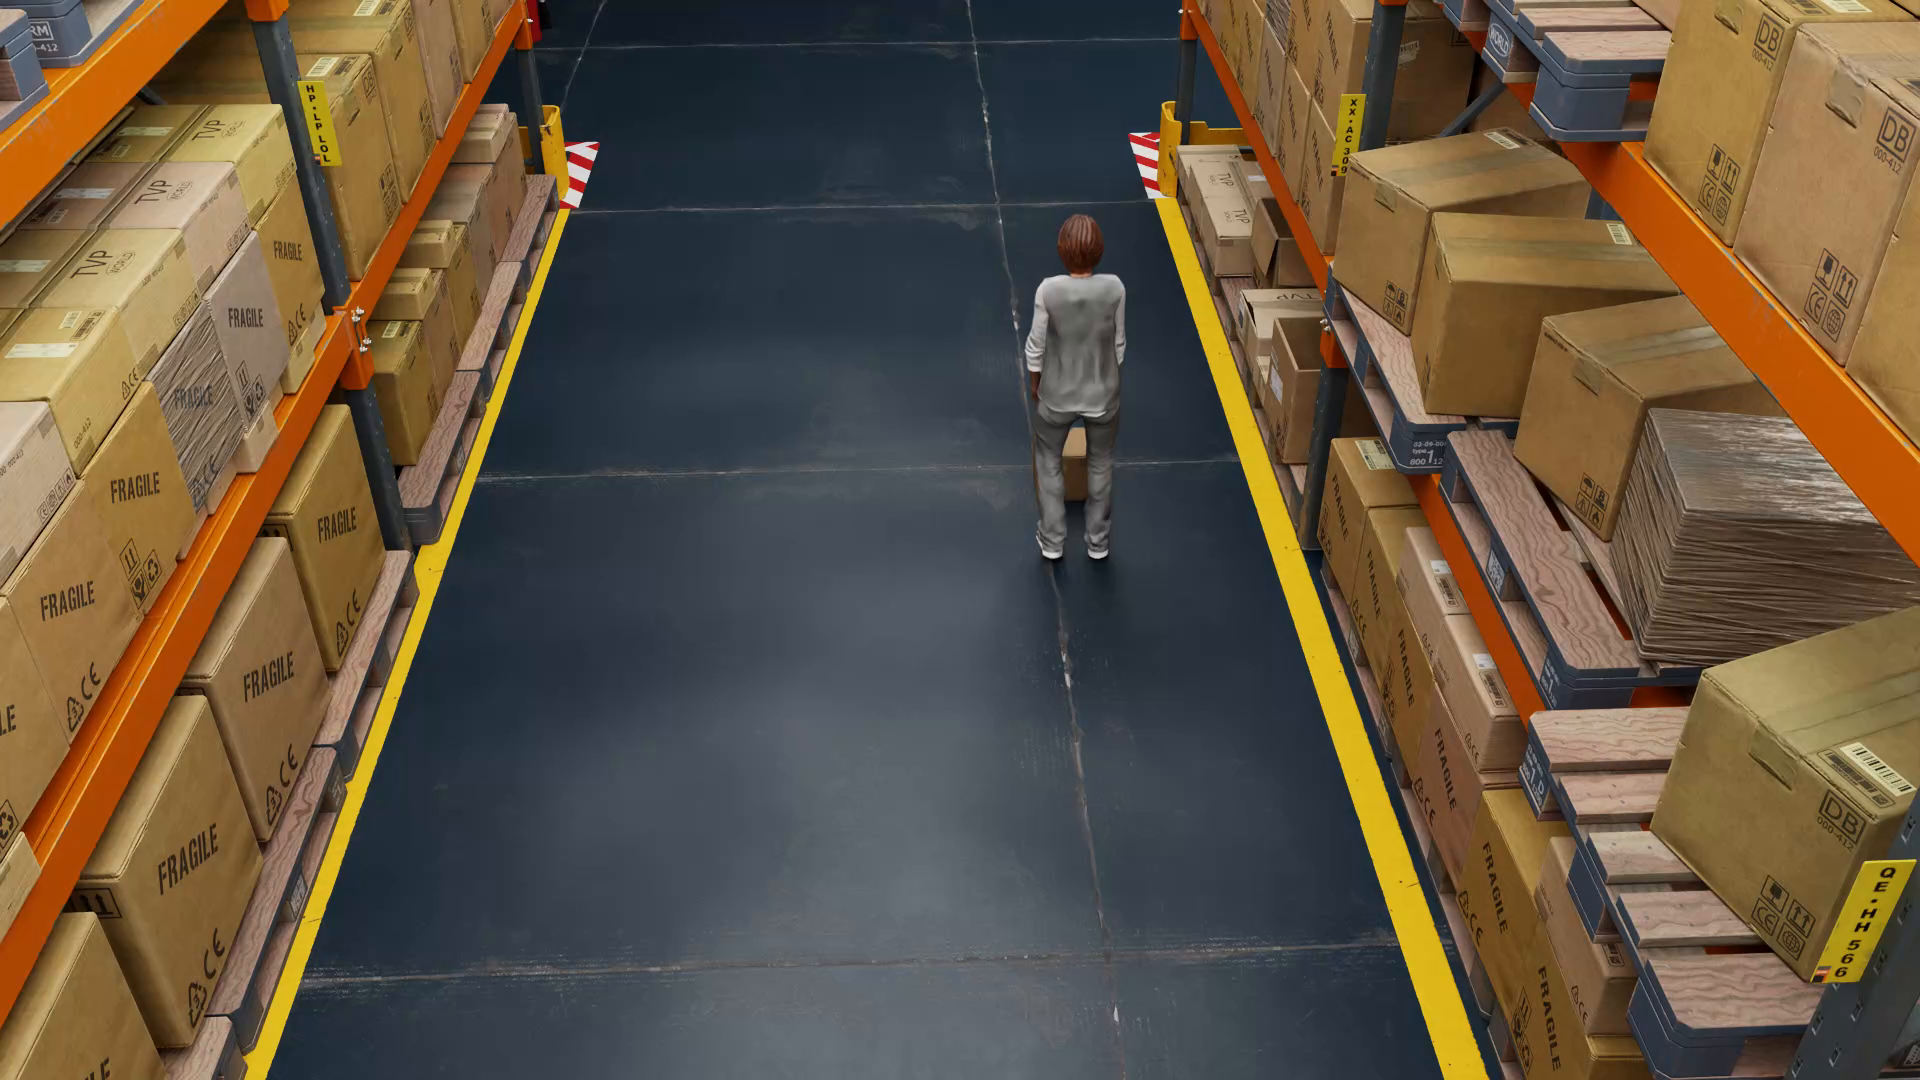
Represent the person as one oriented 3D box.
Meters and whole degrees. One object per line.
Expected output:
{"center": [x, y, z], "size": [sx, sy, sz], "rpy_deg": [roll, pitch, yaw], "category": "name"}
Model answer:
{"center": [0.479, -0.606, 7.023], "size": [0.417, 1.581, 0.341], "rpy_deg": [-1, 36, -1], "category": "person"}
